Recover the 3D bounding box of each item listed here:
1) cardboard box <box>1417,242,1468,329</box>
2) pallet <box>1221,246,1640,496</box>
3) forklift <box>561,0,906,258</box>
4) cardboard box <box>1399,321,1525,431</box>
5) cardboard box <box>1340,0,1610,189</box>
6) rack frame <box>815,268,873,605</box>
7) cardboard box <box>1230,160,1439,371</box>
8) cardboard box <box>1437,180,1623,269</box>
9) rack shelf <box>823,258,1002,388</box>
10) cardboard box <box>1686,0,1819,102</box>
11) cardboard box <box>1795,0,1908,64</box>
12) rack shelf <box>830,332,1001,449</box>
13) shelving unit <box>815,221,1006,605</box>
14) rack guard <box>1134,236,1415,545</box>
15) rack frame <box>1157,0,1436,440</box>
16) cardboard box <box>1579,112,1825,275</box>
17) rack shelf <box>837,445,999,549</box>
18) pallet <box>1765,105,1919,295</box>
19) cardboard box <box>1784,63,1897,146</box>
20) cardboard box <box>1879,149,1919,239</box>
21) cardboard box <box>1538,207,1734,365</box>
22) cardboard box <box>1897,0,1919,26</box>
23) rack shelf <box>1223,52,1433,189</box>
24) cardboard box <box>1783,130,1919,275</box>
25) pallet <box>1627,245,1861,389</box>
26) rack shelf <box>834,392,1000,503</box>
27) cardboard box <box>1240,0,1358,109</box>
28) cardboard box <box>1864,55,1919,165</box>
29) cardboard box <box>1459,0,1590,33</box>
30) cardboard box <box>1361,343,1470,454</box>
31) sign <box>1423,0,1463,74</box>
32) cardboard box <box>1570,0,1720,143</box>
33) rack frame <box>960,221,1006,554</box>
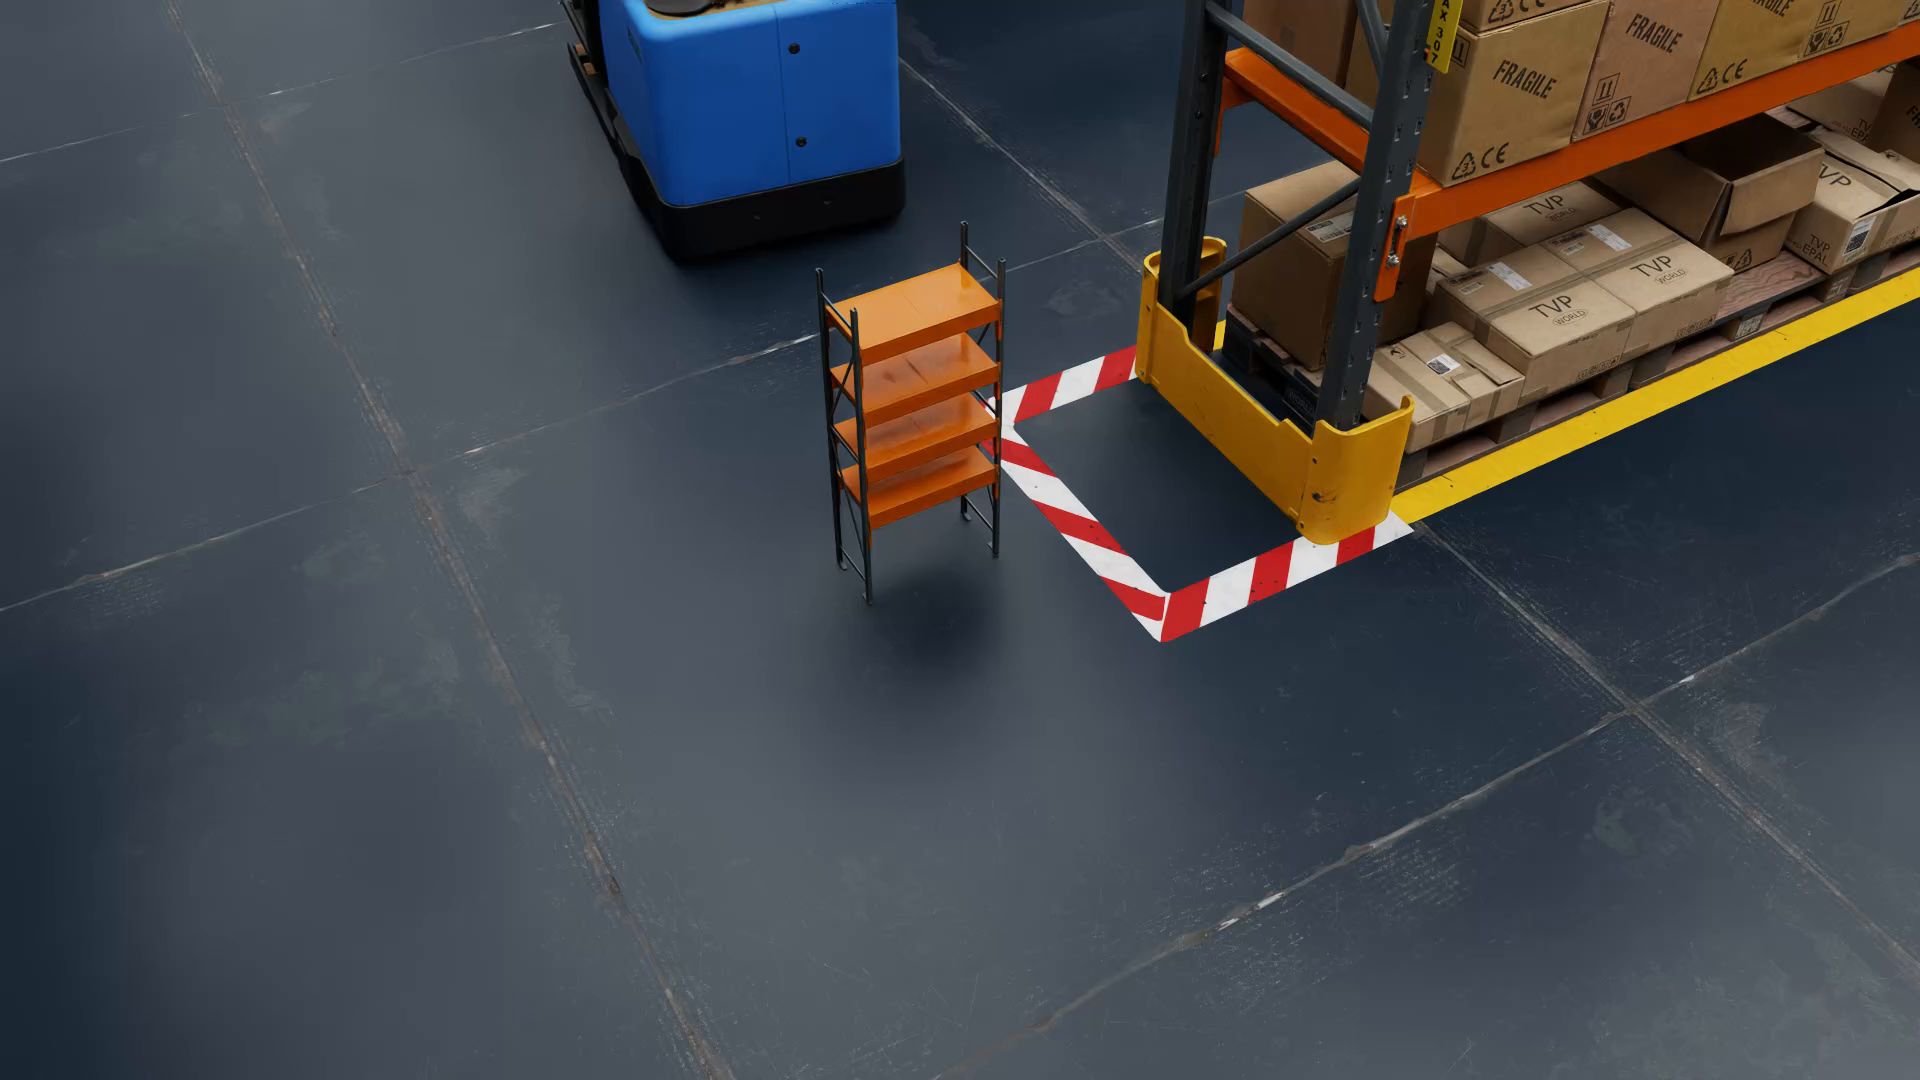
[{"bbox_3d":[1.768,-0.992,6.337,0.250,0.166,0.380,-22,48,-21],"label":"cardboard box"},{"bbox_3d":[1.780,-0.730,6.351,1.213,0.211,1.003,-22,48,-21],"label":"pallet"},{"bbox_3d":[-1.242,-3.254,6.998,1.130,2.935,3.031,-15,46,-15],"label":"forklift"},{"bbox_3d":[1.775,-0.593,5.926,0.250,0.166,0.380,-22,48,-21],"label":"cardboard box"},{"bbox_3d":[1.540,-1.458,5.027,0.500,0.500,0.500,-21,48,-20],"label":"cardboard box"},{"bbox_3d":[-0.355,-0.288,5.186,0.015,1.200,0.240,-22,48,-21],"label":"rack frame"},{"bbox_3d":[1.372,-1.026,6.132,0.500,0.500,0.500,-22,48,-21],"label":"cardboard box"},{"bbox_3d":[2.211,-1.248,6.540,0.500,0.250,0.500,-22,48,-21],"label":"cardboard box"},{"bbox_3d":[-0.144,-0.655,4.999,0.480,0.148,0.258,-22,48,-21],"label":"rack shelf"},{"bbox_3d":[2.421,-1.813,5.392,0.500,0.500,0.500,-22,48,-21],"label":"cardboard box"},{"bbox_3d":[2.855,-1.985,5.570,0.500,0.500,0.500,-21,48,-20],"label":"cardboard box"},{"bbox_3d":[-0.144,-0.485,5.164,0.480,0.148,0.258,-22,48,-21],"label":"rack shelf"},{"bbox_3d":[-0.144,-0.373,5.273,0.503,1.200,0.258,-22,48,-21],"label":"shelving unit"},{"bbox_3d":[1.089,-0.557,5.965,0.348,0.500,1.175,-22,48,-21],"label":"rack guard"},{"bbox_3d":[1.024,-1.428,5.067,0.127,3.000,1.000,-22,48,-21],"label":"rack frame"},{"bbox_3d":[2.865,-1.422,6.539,0.637,0.503,0.797,-22,48,-21],"label":"cardboard box"},{"bbox_3d":[-0.144,-0.182,5.458,0.480,0.148,0.258,-22,48,-21],"label":"rack shelf"},{"bbox_3d":[3.896,-1.577,7.223,1.213,0.211,1.003,-22,48,-21],"label":"pallet"},{"bbox_3d":[4.020,-1.993,7.265,0.500,0.311,0.500,-22,48,-21],"label":"cardboard box"},{"bbox_3d":[3.844,-1.415,6.785,0.250,0.149,0.380,-22,48,-21],"label":"cardboard box"},{"bbox_3d":[2.503,-0.963,6.247,0.500,0.250,0.500,-22,48,-21],"label":"cardboard box"},{"bbox_3d":[3.296,-2.164,5.754,0.500,0.500,0.500,-21,48,-20],"label":"cardboard box"},{"bbox_3d":[2.758,-1.933,5.965,3.809,0.124,0.919,-22,48,-21],"label":"rack shelf"},{"bbox_3d":[3.489,-1.379,6.632,0.500,0.311,0.500,-22,48,-21],"label":"cardboard box"},{"bbox_3d":[2.837,-1.151,6.784,1.213,0.211,1.003,-22,48,-21],"label":"pallet"},{"bbox_3d":[-0.144,-0.325,5.320,0.480,0.148,0.258,-22,48,-21],"label":"rack shelf"},{"bbox_3d":[1.276,-1.783,5.362,0.500,0.500,0.500,-20,48,-20],"label":"cardboard box"},{"bbox_3d":[4.139,-1.707,6.834,0.500,0.500,0.500,-22,48,-21],"label":"cardboard box"},{"bbox_3d":[1.540,-1.817,4.679,0.500,0.500,0.500,-20,48,-20],"label":"cardboard box"},{"bbox_3d":[1.558,-0.500,5.843,0.250,0.149,0.380,-22,48,-21],"label":"cardboard box"},{"bbox_3d":[1.294,-1.411,4.428,0.005,0.325,0.100,-22,48,-21],"label":"sign"},{"bbox_3d":[1.984,-1.640,5.215,0.500,0.500,0.500,-22,48,-21],"label":"cardboard box"},{"bbox_3d":[0.068,-0.458,5.360,0.015,1.200,0.240,-22,48,-21],"label":"rack frame"}]
